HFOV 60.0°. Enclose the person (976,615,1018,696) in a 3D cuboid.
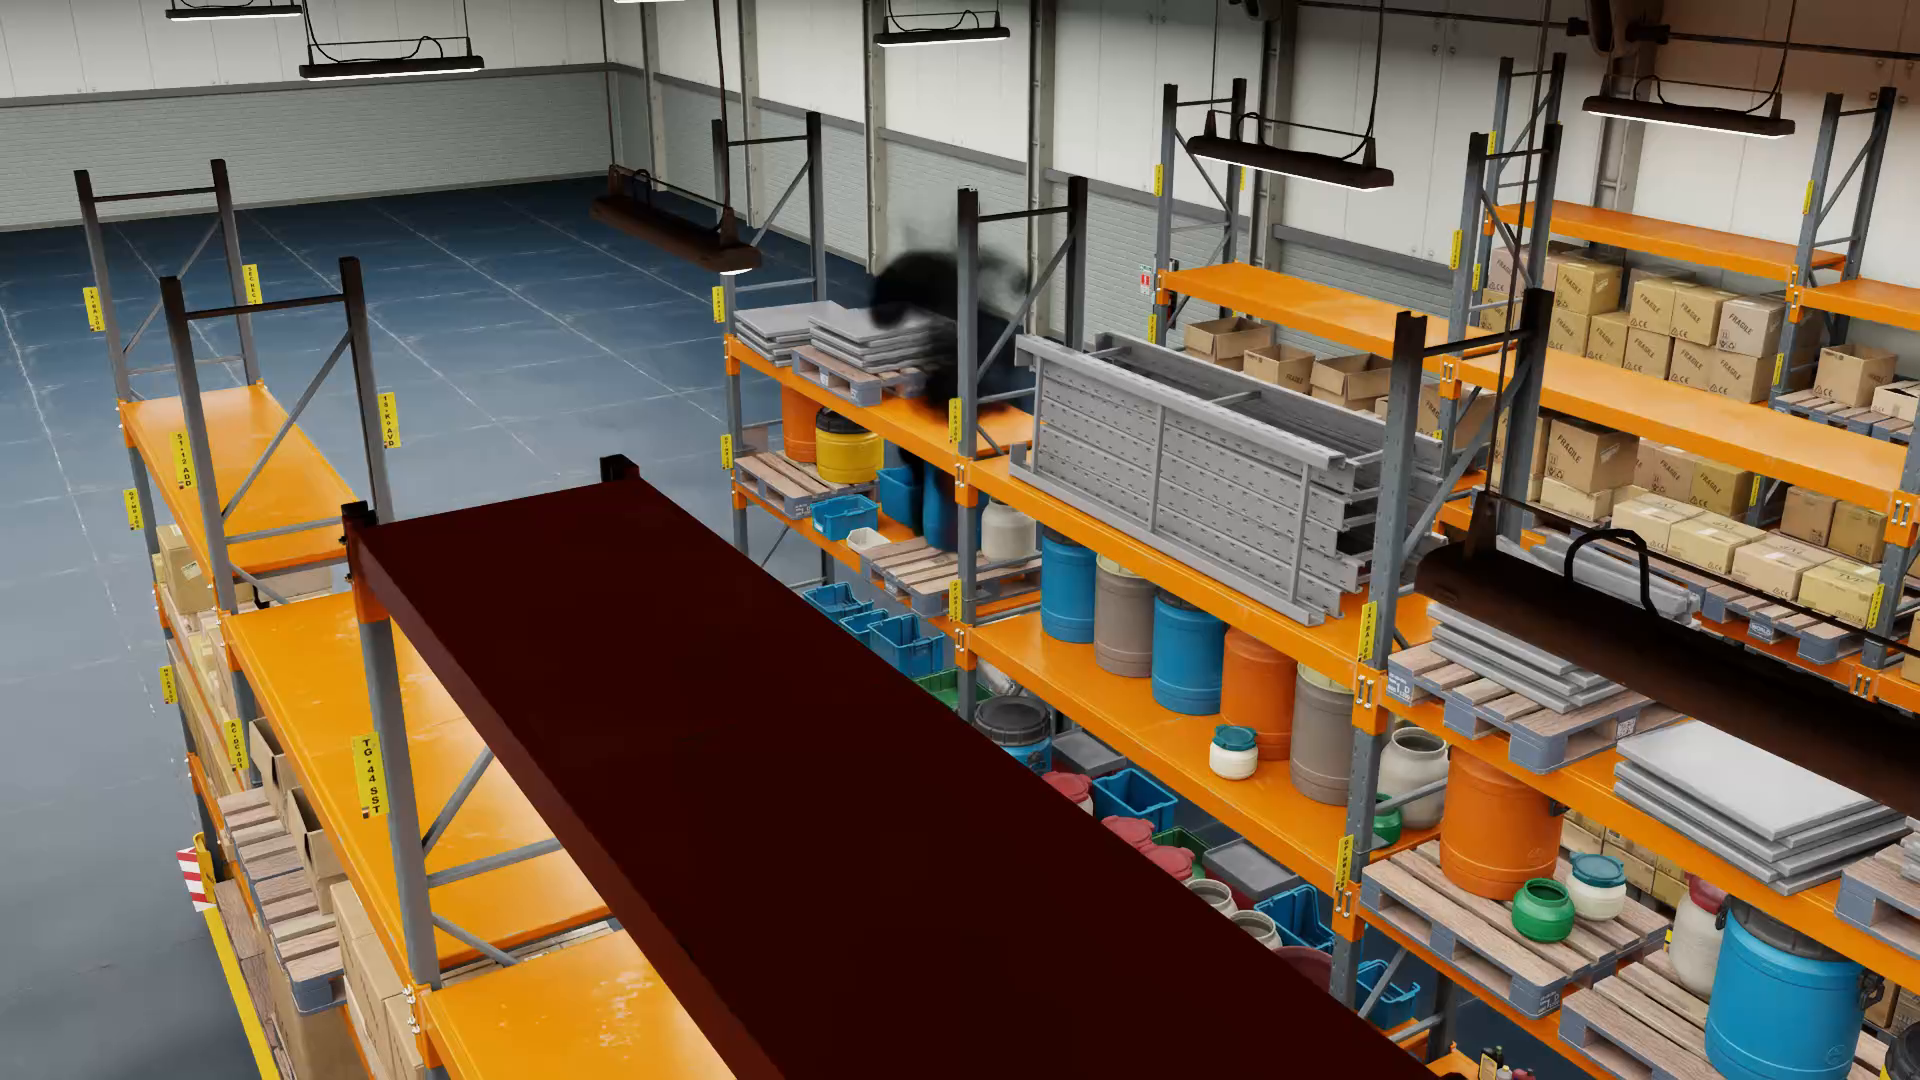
[{"bbox_3d":[0.343,0.816,16.261,0.759,1.741,0.610,-16,27,-35],"label":"person"}]
